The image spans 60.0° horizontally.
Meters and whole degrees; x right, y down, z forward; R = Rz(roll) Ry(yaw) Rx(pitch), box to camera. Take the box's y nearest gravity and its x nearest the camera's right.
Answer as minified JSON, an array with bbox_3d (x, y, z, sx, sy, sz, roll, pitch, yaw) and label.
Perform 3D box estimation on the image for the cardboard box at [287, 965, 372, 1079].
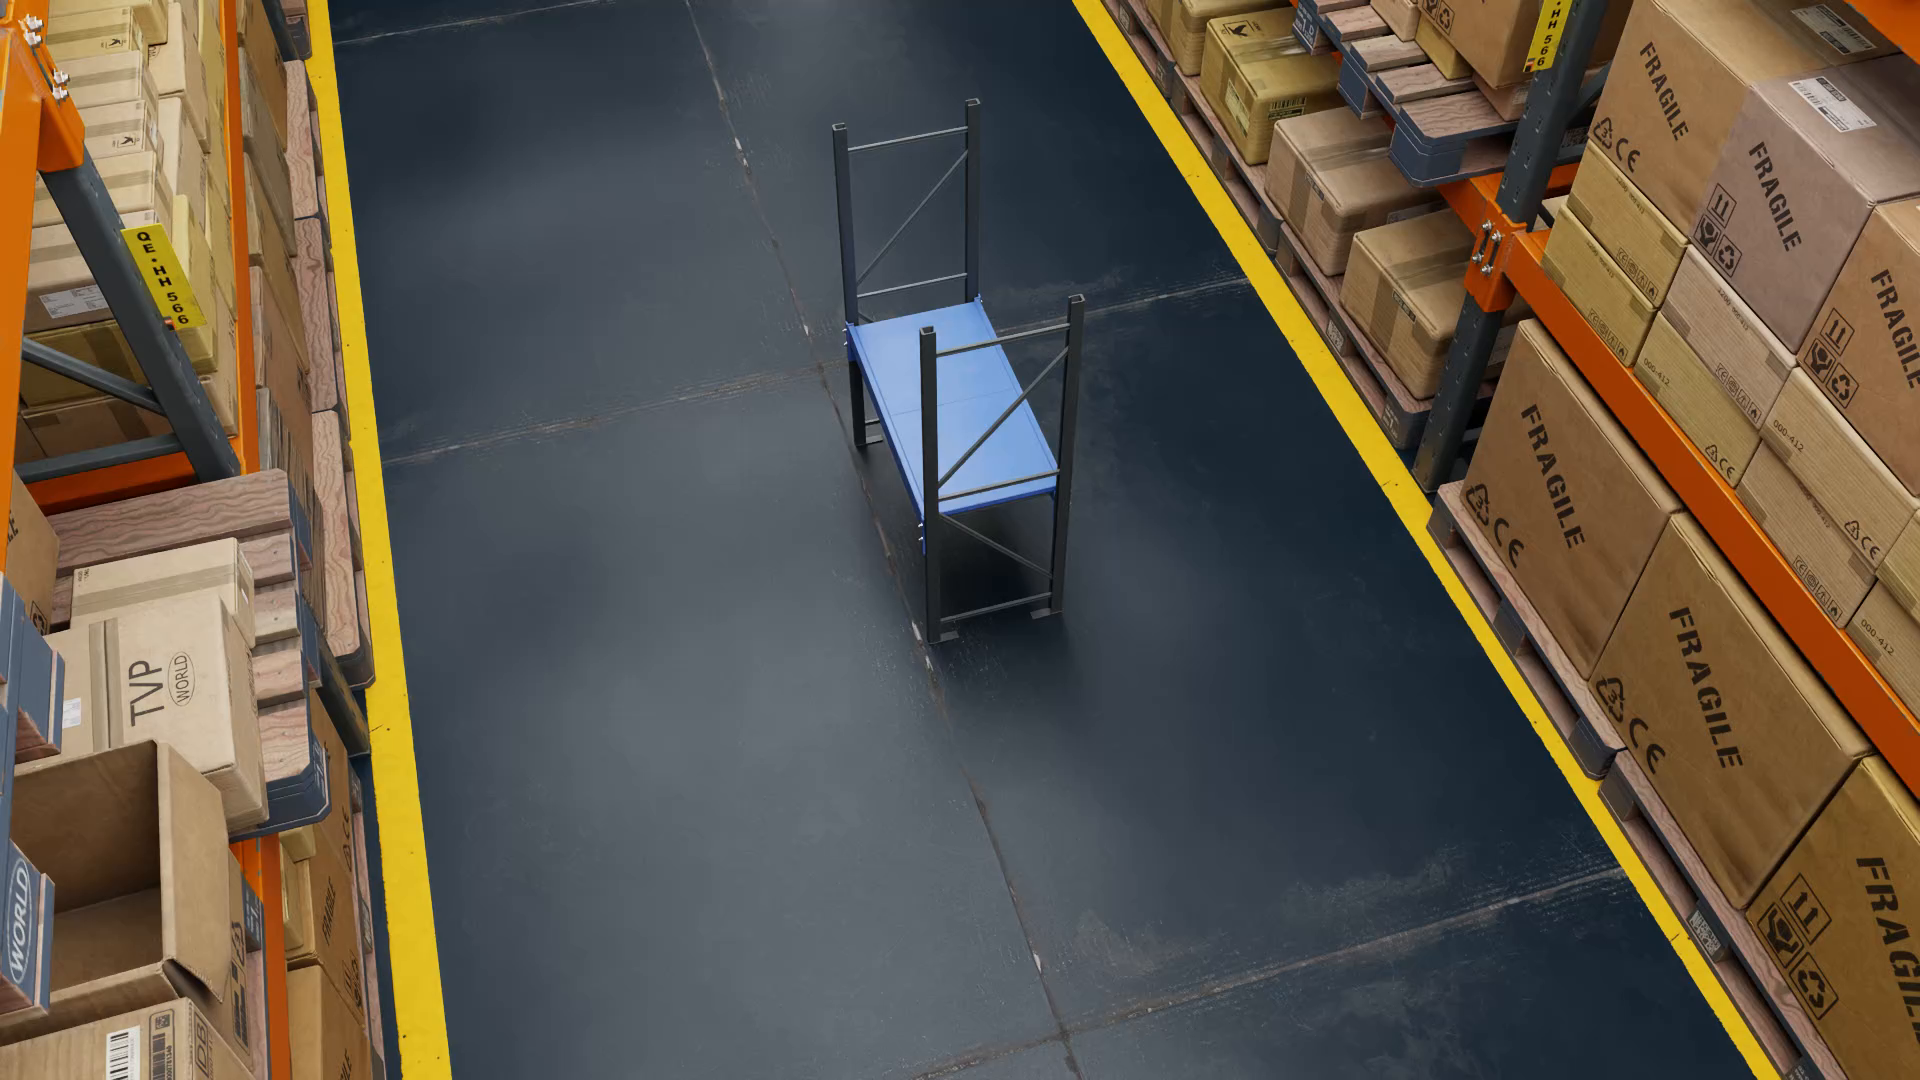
[{"bbox_3d":[-1.866,1.509,4.376,0.500,0.500,0.500,-11,51,-9],"label":"cardboard box"}]

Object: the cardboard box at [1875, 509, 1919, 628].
[{"bbox_3d":[2.587,0.135,3.946,0.500,0.250,0.500,-13,51,-10],"label":"cardboard box"}]

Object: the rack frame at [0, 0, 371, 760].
[{"bbox_3d":[-2.492,-0.171,4.432,1.000,3.000,0.127,-13,51,-11],"label":"rack frame"}]

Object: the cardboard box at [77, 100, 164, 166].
[{"bbox_3d":[-2.486,-1.088,4.716,0.380,0.149,0.250,-12,51,-10],"label":"cardboard box"}]

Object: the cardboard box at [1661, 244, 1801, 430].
[{"bbox_3d":[2.314,-0.605,4.570,0.500,0.250,0.500,-12,51,-10],"label":"cardboard box"}]

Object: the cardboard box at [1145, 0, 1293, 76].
[{"bbox_3d":[1.439,-2.599,7.923,0.950,0.372,0.625,-10,51,-9],"label":"cardboard box"}]

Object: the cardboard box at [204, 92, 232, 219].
[{"bbox_3d":[-2.693,-1.245,5.436,0.500,0.250,0.500,-15,51,-12],"label":"cardboard box"}]

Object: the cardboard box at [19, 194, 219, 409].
[{"bbox_3d":[-2.366,-0.669,4.623,0.500,0.250,0.500,-13,51,-11],"label":"cardboard box"}]

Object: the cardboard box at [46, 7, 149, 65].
[{"bbox_3d":[-2.678,-1.453,5.024,0.380,0.149,0.250,-13,51,-11],"label":"cardboard box"}]

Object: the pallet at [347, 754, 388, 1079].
[{"bbox_3d":[-2.307,1.281,5.032,1.003,0.211,1.213,-13,51,-11],"label":"pallet"}]

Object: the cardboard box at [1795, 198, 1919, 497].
[{"bbox_3d":[2.455,-0.494,3.985,0.500,0.500,0.500,-12,51,-10],"label":"cardboard box"}]

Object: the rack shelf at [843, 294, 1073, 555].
[{"bbox_3d":[-0.025,-0.430,5.867,0.538,0.185,1.000,-13,51,-11],"label":"rack shelf"}]

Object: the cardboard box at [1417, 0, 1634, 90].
[{"bbox_3d":[1.849,-1.829,5.295,0.500,0.500,0.500,-15,51,-12],"label":"cardboard box"}]

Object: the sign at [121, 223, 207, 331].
[{"bbox_3d":[-1.976,-0.648,4.129,0.100,0.325,0.005,-13,51,-11],"label":"sign"}]

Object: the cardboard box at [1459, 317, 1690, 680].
[{"bbox_3d":[2.373,-0.223,5.592,0.875,0.875,0.875,-14,51,-11],"label":"cardboard box"}]

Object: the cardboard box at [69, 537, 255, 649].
[{"bbox_3d":[-1.931,0.167,4.037,0.380,0.149,0.250,-12,51,-10],"label":"cardboard box"}]

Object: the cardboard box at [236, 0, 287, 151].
[{"bbox_3d":[-3.510,-2.084,7.324,0.875,0.625,0.625,-11,51,-9],"label":"cardboard box"}]

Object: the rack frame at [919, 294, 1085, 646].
[{"bbox_3d":[0.125,-0.174,5.416,0.500,1.500,0.032,-13,51,-11],"label":"rack frame"}]

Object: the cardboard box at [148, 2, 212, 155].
[{"bbox_3d":[-2.674,-1.416,5.253,0.500,0.250,0.500,-14,51,-12],"label":"cardboard box"}]

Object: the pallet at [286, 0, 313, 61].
[{"bbox_3d":[-3.870,-2.784,8.459,1.003,0.211,1.213,-13,51,-11],"label":"pallet"}]

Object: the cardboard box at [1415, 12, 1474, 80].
[{"bbox_3d":[1.778,-1.716,5.625,0.380,0.149,0.250,-13,51,-10],"label":"cardboard box"}]

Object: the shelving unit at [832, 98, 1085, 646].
[{"bbox_3d":[-0.025,-0.546,5.729,0.538,1.500,1.048,-13,51,-11],"label":"shelving unit"}]

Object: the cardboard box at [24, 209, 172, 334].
[{"bbox_3d":[-2.305,-0.712,4.399,0.380,0.149,0.250,-12,51,-10],"label":"cardboard box"}]

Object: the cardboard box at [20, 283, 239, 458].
[{"bbox_3d":[-2.390,-0.502,4.810,0.500,0.250,0.500,-13,51,-11],"label":"cardboard box"}]

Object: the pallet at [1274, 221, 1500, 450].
[{"bbox_3d":[2.019,-0.969,6.928,1.003,0.211,1.213,-13,51,-11],"label":"pallet"}]

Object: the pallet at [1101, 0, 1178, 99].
[{"bbox_3d":[1.297,-2.751,8.431,1.003,0.211,1.213,-13,51,-11],"label":"pallet"}]

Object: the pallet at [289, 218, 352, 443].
[{"bbox_3d":[-3.055,-0.772,6.763,1.003,0.211,1.213,-13,51,-11],"label":"pallet"}]

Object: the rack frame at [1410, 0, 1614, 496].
[{"bbox_3d":[2.249,-1.296,5.381,1.000,3.000,0.127,-13,51,-11],"label":"rack frame"}]

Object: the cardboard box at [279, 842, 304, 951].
[{"bbox_3d":[-1.958,0.988,4.391,0.380,0.149,0.250,-15,51,-12],"label":"cardboard box"}]

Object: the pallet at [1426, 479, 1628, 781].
[{"bbox_3d":[2.410,0.195,5.947,1.003,0.211,1.213,-13,51,-11],"label":"pallet"}]

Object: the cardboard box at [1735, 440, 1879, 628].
[{"bbox_3d":[2.471,-0.078,4.452,0.500,0.250,0.500,-12,51,-10],"label":"cardboard box"}]

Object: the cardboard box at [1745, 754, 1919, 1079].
[{"bbox_3d":[2.897,1.082,4.491,0.875,0.875,0.875,-12,51,-10],"label":"cardboard box"}]

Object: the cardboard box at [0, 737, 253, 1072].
[{"bbox_3d":[-1.833,0.811,3.263,0.797,0.503,0.637,-14,51,-12],"label":"cardboard box"}]

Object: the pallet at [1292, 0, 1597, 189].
[{"bbox_3d":[1.936,-1.731,5.873,1.213,0.211,1.003,-13,51,-11],"label":"pallet"}]

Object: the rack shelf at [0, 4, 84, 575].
[{"bbox_3d":[-1.901,0.555,2.329,1.077,0.370,4.000,-13,51,-11],"label":"rack shelf"}]

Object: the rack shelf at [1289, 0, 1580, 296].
[{"bbox_3d":[1.657,-2.525,6.887,1.077,0.370,4.000,-13,51,-11],"label":"rack shelf"}]

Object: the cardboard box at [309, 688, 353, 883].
[{"bbox_3d":[-2.162,0.759,5.008,0.500,0.500,0.500,-12,51,-10],"label":"cardboard box"}]

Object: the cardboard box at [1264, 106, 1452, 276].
[{"bbox_3d":[1.865,-1.537,7.028,0.950,0.372,0.625,-14,51,-12],"label":"cardboard box"}]

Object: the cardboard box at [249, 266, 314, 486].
[{"bbox_3d":[-2.864,-0.475,5.967,0.875,0.625,0.625,-12,51,-10],"label":"cardboard box"}]
